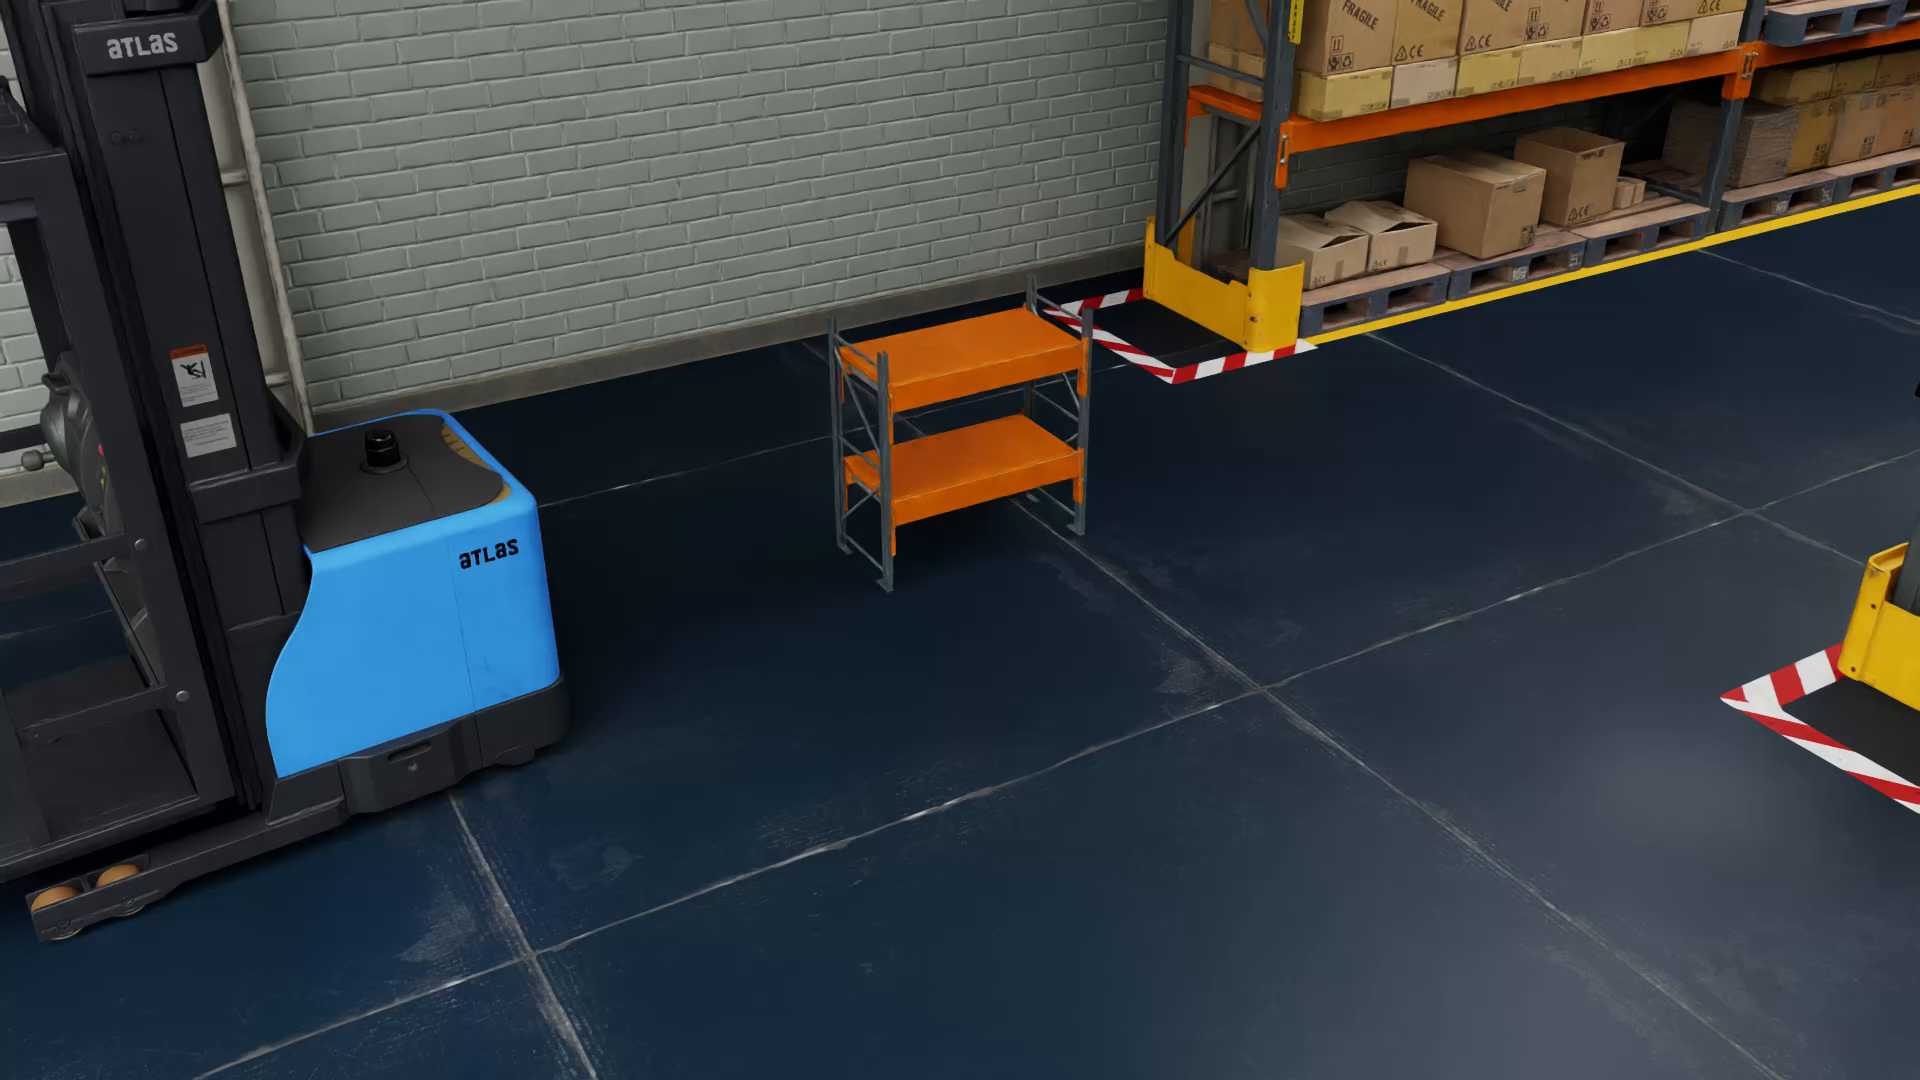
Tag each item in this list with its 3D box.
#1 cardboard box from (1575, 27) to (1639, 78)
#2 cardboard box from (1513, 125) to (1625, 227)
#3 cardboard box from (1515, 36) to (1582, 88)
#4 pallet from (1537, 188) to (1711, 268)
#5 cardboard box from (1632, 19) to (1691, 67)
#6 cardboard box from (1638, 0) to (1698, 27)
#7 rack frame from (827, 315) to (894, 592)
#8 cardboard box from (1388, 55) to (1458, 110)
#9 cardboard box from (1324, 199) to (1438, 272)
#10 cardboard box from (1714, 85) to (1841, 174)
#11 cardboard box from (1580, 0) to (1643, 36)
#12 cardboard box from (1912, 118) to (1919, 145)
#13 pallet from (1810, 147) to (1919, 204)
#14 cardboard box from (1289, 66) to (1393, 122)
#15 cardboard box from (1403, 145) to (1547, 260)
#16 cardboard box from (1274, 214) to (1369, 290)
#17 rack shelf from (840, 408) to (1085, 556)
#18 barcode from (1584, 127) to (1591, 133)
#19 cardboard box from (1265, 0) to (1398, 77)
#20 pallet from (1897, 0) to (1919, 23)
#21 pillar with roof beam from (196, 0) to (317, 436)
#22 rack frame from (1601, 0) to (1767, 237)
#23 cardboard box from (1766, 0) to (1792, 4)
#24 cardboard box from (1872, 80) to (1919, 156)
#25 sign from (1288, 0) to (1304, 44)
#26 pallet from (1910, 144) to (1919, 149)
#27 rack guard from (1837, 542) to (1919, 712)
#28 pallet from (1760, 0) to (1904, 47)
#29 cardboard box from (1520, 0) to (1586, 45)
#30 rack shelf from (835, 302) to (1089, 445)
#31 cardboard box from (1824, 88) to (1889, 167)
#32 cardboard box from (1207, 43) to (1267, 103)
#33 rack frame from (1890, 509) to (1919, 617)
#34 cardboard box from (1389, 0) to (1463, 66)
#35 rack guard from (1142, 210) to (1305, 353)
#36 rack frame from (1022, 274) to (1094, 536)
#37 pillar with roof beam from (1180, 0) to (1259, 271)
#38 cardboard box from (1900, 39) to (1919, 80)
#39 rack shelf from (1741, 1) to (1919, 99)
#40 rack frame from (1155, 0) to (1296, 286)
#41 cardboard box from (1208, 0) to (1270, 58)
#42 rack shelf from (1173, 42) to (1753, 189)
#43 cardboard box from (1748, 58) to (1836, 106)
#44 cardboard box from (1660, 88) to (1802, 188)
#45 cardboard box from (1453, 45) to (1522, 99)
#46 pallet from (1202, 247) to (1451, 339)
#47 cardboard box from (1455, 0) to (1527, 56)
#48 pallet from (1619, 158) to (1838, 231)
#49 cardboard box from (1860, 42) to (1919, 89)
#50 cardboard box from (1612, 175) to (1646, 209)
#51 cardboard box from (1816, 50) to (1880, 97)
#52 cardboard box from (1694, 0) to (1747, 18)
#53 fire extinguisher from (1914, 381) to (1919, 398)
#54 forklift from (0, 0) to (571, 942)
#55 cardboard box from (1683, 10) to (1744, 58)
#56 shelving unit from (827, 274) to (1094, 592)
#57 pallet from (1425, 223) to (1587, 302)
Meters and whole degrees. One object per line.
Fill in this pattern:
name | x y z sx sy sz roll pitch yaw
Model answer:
cardboard box | 3.848 -3.094 10.387 0.500 0.250 0.500 -16 33 -27
cardboard box | 4.088 -2.469 11.251 0.500 0.500 0.500 -19 34 -30
cardboard box | 3.415 -2.971 10.163 0.500 0.250 0.500 -16 32 -26
pallet | 4.402 -2.241 11.593 1.213 0.211 1.003 -16 33 -26
cardboard box | 4.274 -3.224 10.621 0.500 0.250 0.500 -16 33 -26
cardboard box | 4.285 -3.544 10.425 0.500 0.500 0.500 -16 33 -27
rack frame | -0.432 -0.370 7.256 0.032 1.125 0.500 -16 33 -26
cardboard box | 2.536 -2.725 9.719 0.500 0.250 0.500 -17 33 -28
cardboard box | 2.648 -1.949 10.505 0.500 0.311 0.500 -13 31 -22
cardboard box | 6.009 -3.074 12.347 0.500 0.500 0.700 -17 33 -27
cardboard box | 3.845 -3.425 10.210 0.500 0.500 0.500 -17 33 -28
cardboard box | 7.314 -3.443 13.016 0.500 0.500 0.700 -16 33 -26
pallet | 6.686 -2.912 12.809 1.213 0.211 1.003 -16 33 -26
cardboard box | 2.096 -2.592 9.478 0.500 0.250 0.500 -17 33 -28
cardboard box | 3.306 -2.191 10.747 0.500 0.500 0.700 -18 34 -29
cardboard box | 2.156 -1.809 10.252 0.500 0.311 0.500 -20 35 -32
rack shelf | 0.006 -0.280 7.599 1.000 0.278 0.538 -16 33 -26
barcode | 4.376 -2.847 11.606 0.075 0.075 0.001 -16 33 -26
cardboard box | 2.078 -2.925 9.305 0.500 0.500 0.500 -16 33 -26
pallet | 6.726 -4.035 12.155 1.213 0.211 1.003 -16 33 -26
pillar with roof beam | -1.313 -2.558 3.072 0.400 9.000 9.100 -16 33 -26
rack frame | 4.963 -3.641 11.244 0.127 3.000 1.000 -16 33 -26
cardboard box | 5.419 -3.988 11.313 0.500 0.500 0.700 -16 33 -26
cardboard box | 6.900 -3.310 12.774 0.500 0.500 0.700 -16 33 -27
sign | 1.789 -2.815 8.851 0.005 0.325 0.100 -16 33 -26
pallet | 7.737 -3.209 13.346 1.213 0.211 1.003 -16 33 -26
rack guard | 4.006 0.501 6.325 0.348 0.500 1.175 -16 33 -26
pallet | 5.696 -3.684 11.519 1.213 0.211 1.003 -16 33 -26
cardboard box | 3.397 -3.297 9.979 0.500 0.500 0.500 -15 32 -25
rack shelf | 0.006 -0.750 7.340 1.000 0.278 0.538 -16 33 -26
cardboard box | 6.470 -3.182 12.543 0.500 0.500 0.700 -15 32 -26
cardboard box | 1.819 -2.800 9.855 0.500 0.250 0.500 -15 32 -26
rack frame | 4.027 -0.599 5.732 0.127 3.000 1.000 -16 33 -26
cardboard box | 2.509 -3.042 9.516 0.500 0.500 0.500 -16 33 -26
rack guard | 1.580 -1.586 10.107 0.348 0.500 1.175 -16 33 -26
rack frame | 0.444 -0.619 7.707 0.032 1.125 0.500 -16 33 -26
pillar with roof beam | 3.860 -4.027 5.734 0.400 9.000 9.100 -16 33 -26
cardboard box | 7.294 -3.736 12.770 0.500 0.250 0.500 -15 32 -25
rack shelf | 6.687 -3.816 12.305 4.000 0.370 1.077 -16 33 -26
rack frame | 1.514 -2.662 9.469 0.127 3.000 1.000 -16 33 -26
cardboard box | 1.813 -3.138 9.689 0.500 0.500 0.500 -16 33 -27
rack shelf | 3.239 -2.837 10.530 4.000 0.370 1.077 -16 33 -26
cardboard box | 5.967 -3.364 12.097 0.500 0.250 0.500 -17 33 -27
cardboard box | 5.589 -2.927 12.080 0.500 0.500 0.700 -15 32 -25
cardboard box | 2.978 -2.848 9.940 0.500 0.250 0.500 -16 33 -27
pallet | 2.298 -1.644 10.511 1.213 0.211 1.003 -16 33 -26
cardboard box | 2.958 -3.166 9.741 0.500 0.500 0.500 -17 33 -28
pallet | 5.633 -2.612 12.264 1.213 0.211 1.003 -16 33 -26
cardboard box | 6.853 -3.608 12.538 0.500 0.250 0.500 -16 33 -27
cardboard box | 4.517 -2.450 11.562 0.250 0.166 0.380 -21 35 -33
cardboard box | 6.414 -3.493 12.331 0.500 0.250 0.500 -17 33 -28
cardboard box | 4.712 -3.668 10.651 0.500 0.500 0.500 -16 33 -26
fire extinguisher | 3.690 -0.730 6.049 0.183 0.674 0.296 -16 33 -26
forklift | -2.975 -0.278 5.220 3.031 2.935 1.130 -19 34 -30
cardboard box | 4.708 -3.342 10.836 0.500 0.250 0.500 -16 33 -26
shelving unit | 0.006 -0.494 7.481 1.048 1.125 0.538 -16 33 -26
pallet | 3.349 -1.941 11.048 1.213 0.211 1.003 -16 33 -26
